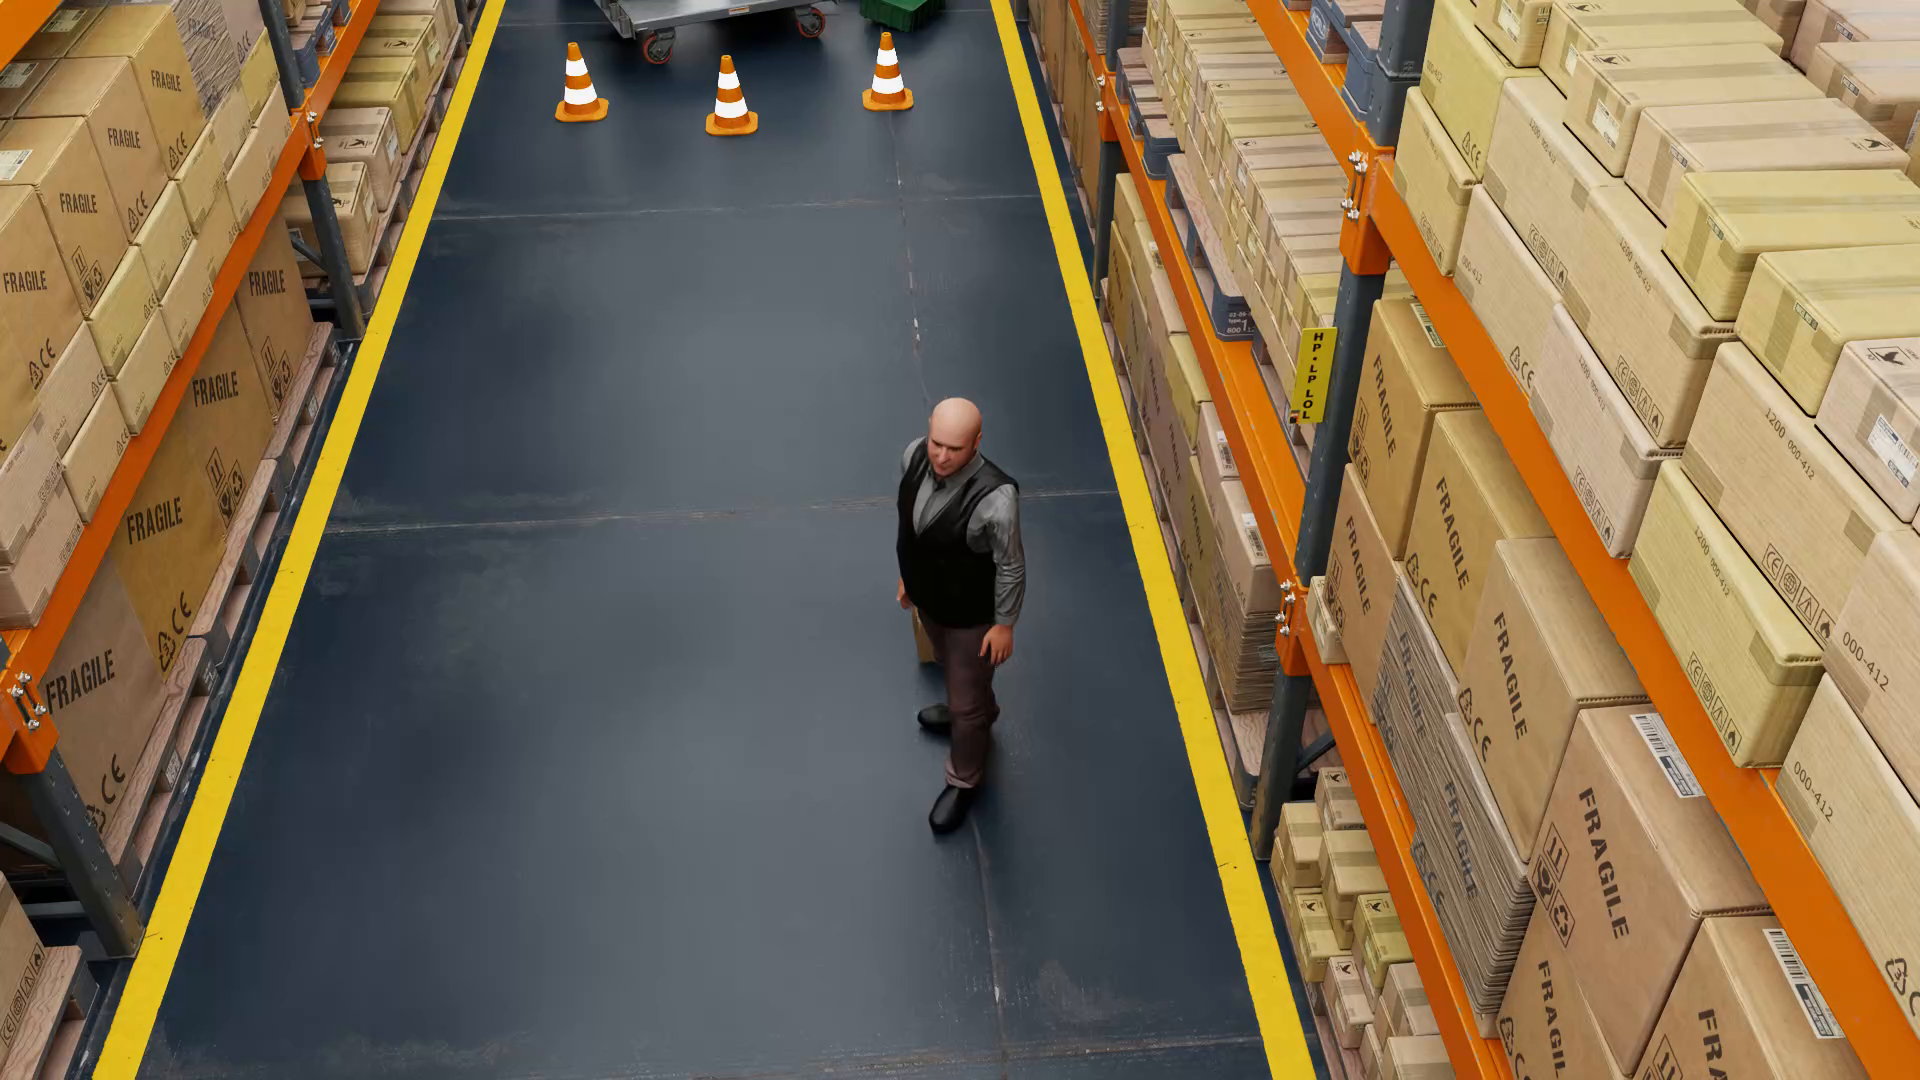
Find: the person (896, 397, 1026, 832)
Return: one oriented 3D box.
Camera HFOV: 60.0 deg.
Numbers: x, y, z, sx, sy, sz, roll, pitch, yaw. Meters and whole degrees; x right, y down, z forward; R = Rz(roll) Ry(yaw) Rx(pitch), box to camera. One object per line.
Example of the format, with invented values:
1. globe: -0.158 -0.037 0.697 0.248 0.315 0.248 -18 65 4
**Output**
1. person: -0.024 0.212 5.898 0.546 1.725 0.566 -27 46 -29
